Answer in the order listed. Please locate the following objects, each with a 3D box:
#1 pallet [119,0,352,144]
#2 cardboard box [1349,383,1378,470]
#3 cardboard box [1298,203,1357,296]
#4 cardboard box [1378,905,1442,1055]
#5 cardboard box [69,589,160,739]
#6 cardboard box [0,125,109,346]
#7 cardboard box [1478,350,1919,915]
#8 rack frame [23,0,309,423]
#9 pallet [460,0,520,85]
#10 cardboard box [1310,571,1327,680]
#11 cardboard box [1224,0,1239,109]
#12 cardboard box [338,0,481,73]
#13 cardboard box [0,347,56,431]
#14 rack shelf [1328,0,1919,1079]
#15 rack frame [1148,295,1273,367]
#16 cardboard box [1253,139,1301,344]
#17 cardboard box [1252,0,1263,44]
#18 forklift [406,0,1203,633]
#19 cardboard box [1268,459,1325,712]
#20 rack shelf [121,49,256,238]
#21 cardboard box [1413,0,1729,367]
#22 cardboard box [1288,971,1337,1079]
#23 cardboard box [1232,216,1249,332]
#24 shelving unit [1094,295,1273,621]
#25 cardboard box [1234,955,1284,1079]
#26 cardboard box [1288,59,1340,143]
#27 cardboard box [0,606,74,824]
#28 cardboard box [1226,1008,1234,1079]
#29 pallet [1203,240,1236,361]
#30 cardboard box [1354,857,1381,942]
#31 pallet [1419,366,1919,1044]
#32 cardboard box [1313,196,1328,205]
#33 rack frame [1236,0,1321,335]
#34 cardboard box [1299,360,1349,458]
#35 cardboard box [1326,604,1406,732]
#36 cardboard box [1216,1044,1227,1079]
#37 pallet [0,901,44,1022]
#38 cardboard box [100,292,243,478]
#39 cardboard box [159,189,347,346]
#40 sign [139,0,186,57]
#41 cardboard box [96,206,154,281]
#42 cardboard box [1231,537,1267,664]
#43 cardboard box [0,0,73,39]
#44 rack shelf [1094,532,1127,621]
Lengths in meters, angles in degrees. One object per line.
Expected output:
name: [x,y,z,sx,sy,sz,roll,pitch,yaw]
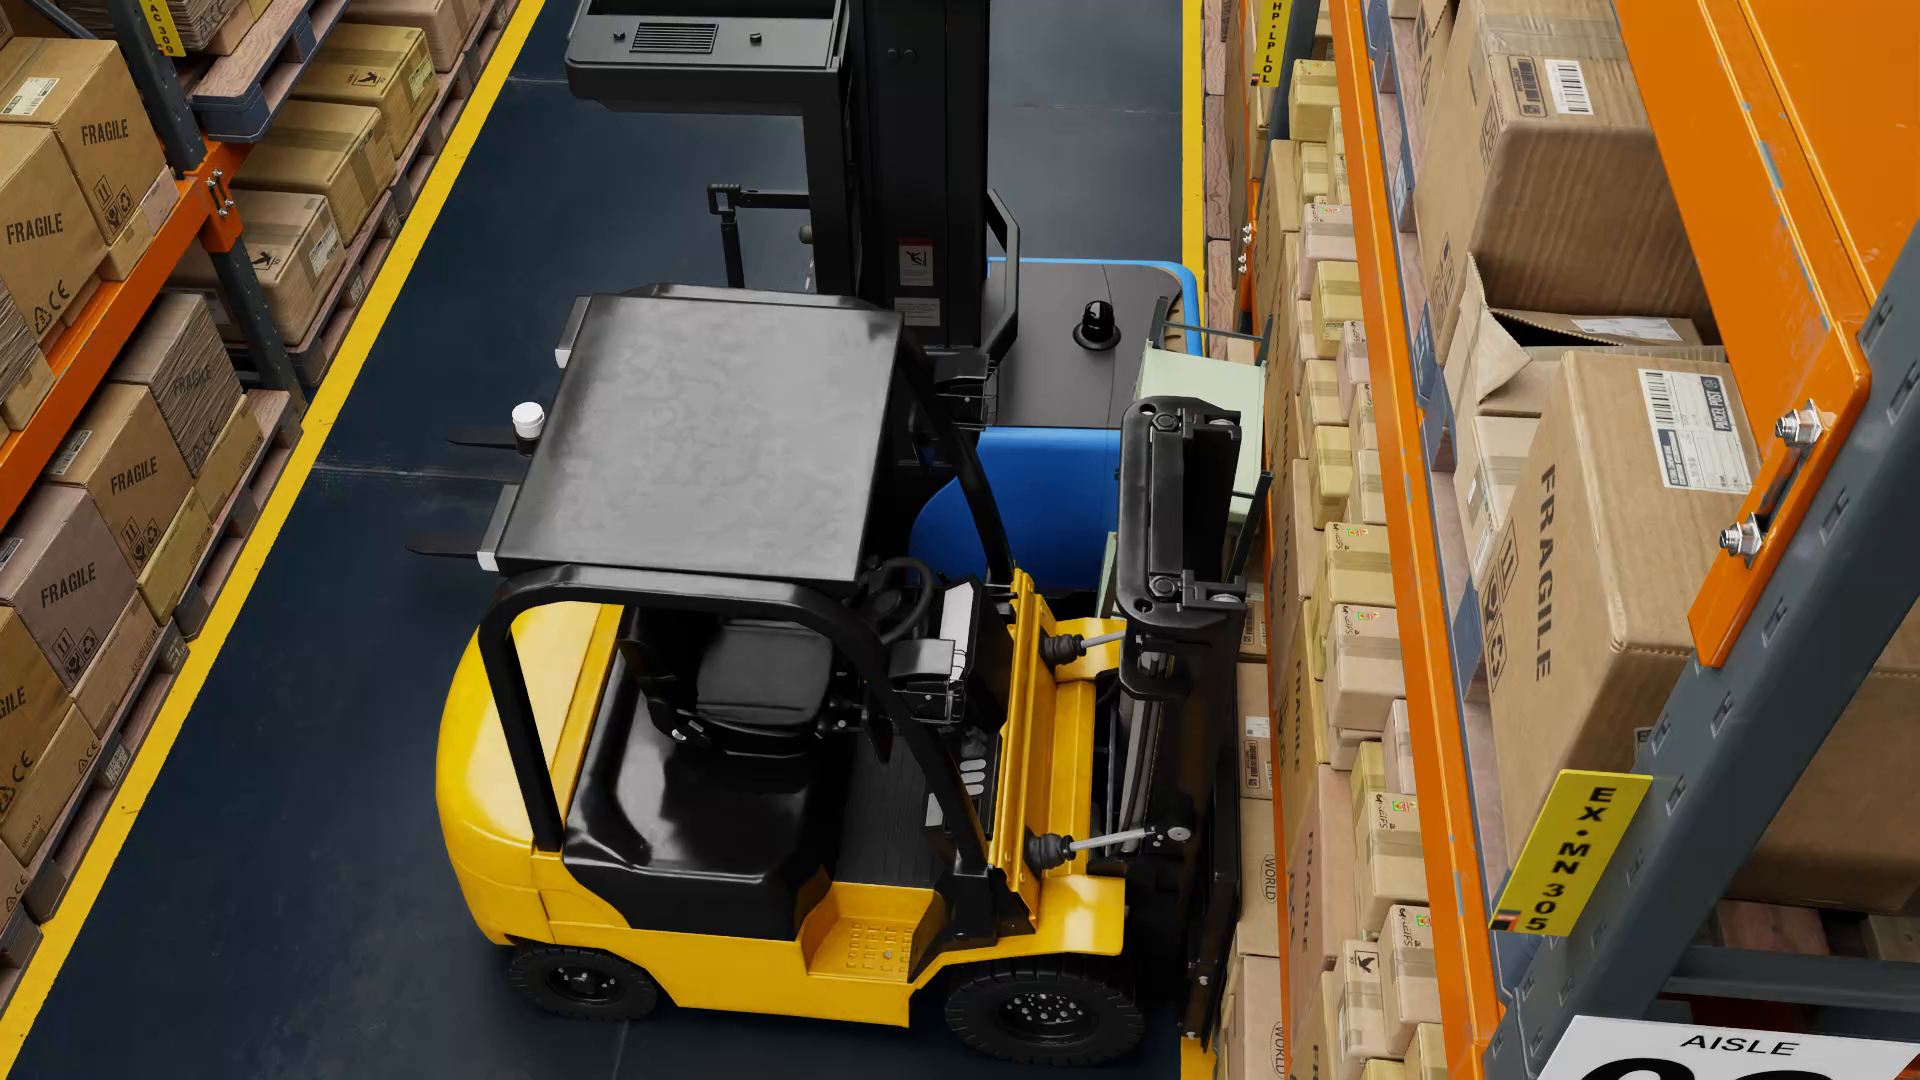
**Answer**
pallet: [-3.152,-2.074,6.770,1.003,0.211,1.213,4,48,4]
cardboard box: [1.209,-0.258,4.270,0.380,0.149,0.250,4,48,4]
cardboard box: [1.179,-0.826,4.790,0.380,0.149,0.250,5,48,4]
cardboard box: [1.027,0.870,3.239,0.380,0.149,0.250,4,48,4]
cardboard box: [-3.242,0.417,5.940,0.500,0.250,0.500,5,48,4]
cardboard box: [-3.199,-0.999,5.387,0.500,0.500,0.500,5,48,5]
cardboard box: [1.010,0.120,2.180,0.500,0.500,0.500,5,48,5]
rack frame: [-3.366,-1.587,6.194,1.000,3.000,0.127,4,48,4]
pallet: [-3.074,-3.011,9.387,1.003,0.211,1.213,4,48,4]
cardboard box: [1.058,0.213,4.041,0.380,0.149,0.250,4,48,4]
cardboard box: [1.819,-2.597,8.443,0.875,0.625,0.625,5,48,5]
cardboard box: [-3.122,-2.824,8.822,0.950,0.372,0.625,3,48,3]
cardboard box: [-3.181,-0.498,5.369,0.380,0.149,0.250,3,48,3]
rack shelf: [1.395,-0.622,3.634,0.919,0.124,3.809,4,48,4]
rack frame: [0.776,-0.257,5.962,0.400,1.500,0.023,10,48,2]
cardboard box: [1.277,-0.981,5.573,0.500,0.500,0.500,3,48,2]
cardboard box: [1.407,-2.130,6.454,0.500,0.250,0.500,3,48,3]
forklift: [-0.625,-1.007,5.711,3.031,2.935,1.130,2,48,2]
cardboard box: [1.134,0.143,4.544,0.500,0.500,0.500,4,48,4]
rack shelf: [-3.184,-2.814,7.804,1.077,0.370,4.000,4,48,4]
cardboard box: [1.203,-0.625,2.862,0.700,0.500,0.500,4,48,4]
cardboard box: [0.996,1.271,3.513,0.500,0.500,0.500,3,48,3]
cardboard box: [1.613,-0.980,6.964,0.875,0.625,0.625,6,48,5]
shelving unit: [0.719,0.008,5.716,0.431,1.500,0.755,10,48,2]
cardboard box: [0.985,1.398,4.366,0.500,0.250,0.500,5,48,4]
cardboard box: [1.253,-1.394,5.310,0.380,0.149,0.250,5,48,4]
cardboard box: [-3.283,0.542,5.318,0.500,0.500,0.500,5,48,4]
cardboard box: [1.002,1.555,4.561,0.500,0.250,0.500,3,48,3]
pallet: [1.605,-0.859,7.418,1.003,0.211,1.213,4,48,4]
cardboard box: [1.043,0.781,3.521,0.380,0.149,0.250,5,48,4]
pallet: [1.303,0.183,2.603,1.003,0.211,1.213,4,48,4]
cardboard box: [1.268,-0.908,5.066,0.380,0.149,0.250,4,48,3]
rack frame: [1.577,-1.256,5.892,1.000,3.000,0.127,4,48,4]
cardboard box: [1.141,-0.353,4.559,0.380,0.149,0.250,2,48,2]
cardboard box: [1.034,0.299,3.761,0.380,0.149,0.250,5,48,4]
cardboard box: [0.995,1.739,4.732,0.500,0.250,0.500,4,48,4]
pallet: [-3.615,1.643,5.130,1.003,0.211,1.213,4,48,4]
cardboard box: [-3.153,-0.601,6.363,0.500,0.500,0.500,3,48,3]
cardboard box: [-3.321,-1.227,7.362,0.950,0.372,0.625,4,48,4]
sign: [-2.825,-1.848,5.847,0.100,0.325,0.005,4,48,4]
cardboard box: [-3.108,-1.061,5.884,0.380,0.149,0.250,5,48,4]
cardboard box: [1.130,0.269,5.398,0.500,0.250,0.500,5,48,5]
cardboard box: [-3.553,-2.217,6.217,0.500,0.500,0.500,3,48,3]
rack shelf: [0.691,0.225,5.957,0.431,0.370,0.720,10,48,2]
